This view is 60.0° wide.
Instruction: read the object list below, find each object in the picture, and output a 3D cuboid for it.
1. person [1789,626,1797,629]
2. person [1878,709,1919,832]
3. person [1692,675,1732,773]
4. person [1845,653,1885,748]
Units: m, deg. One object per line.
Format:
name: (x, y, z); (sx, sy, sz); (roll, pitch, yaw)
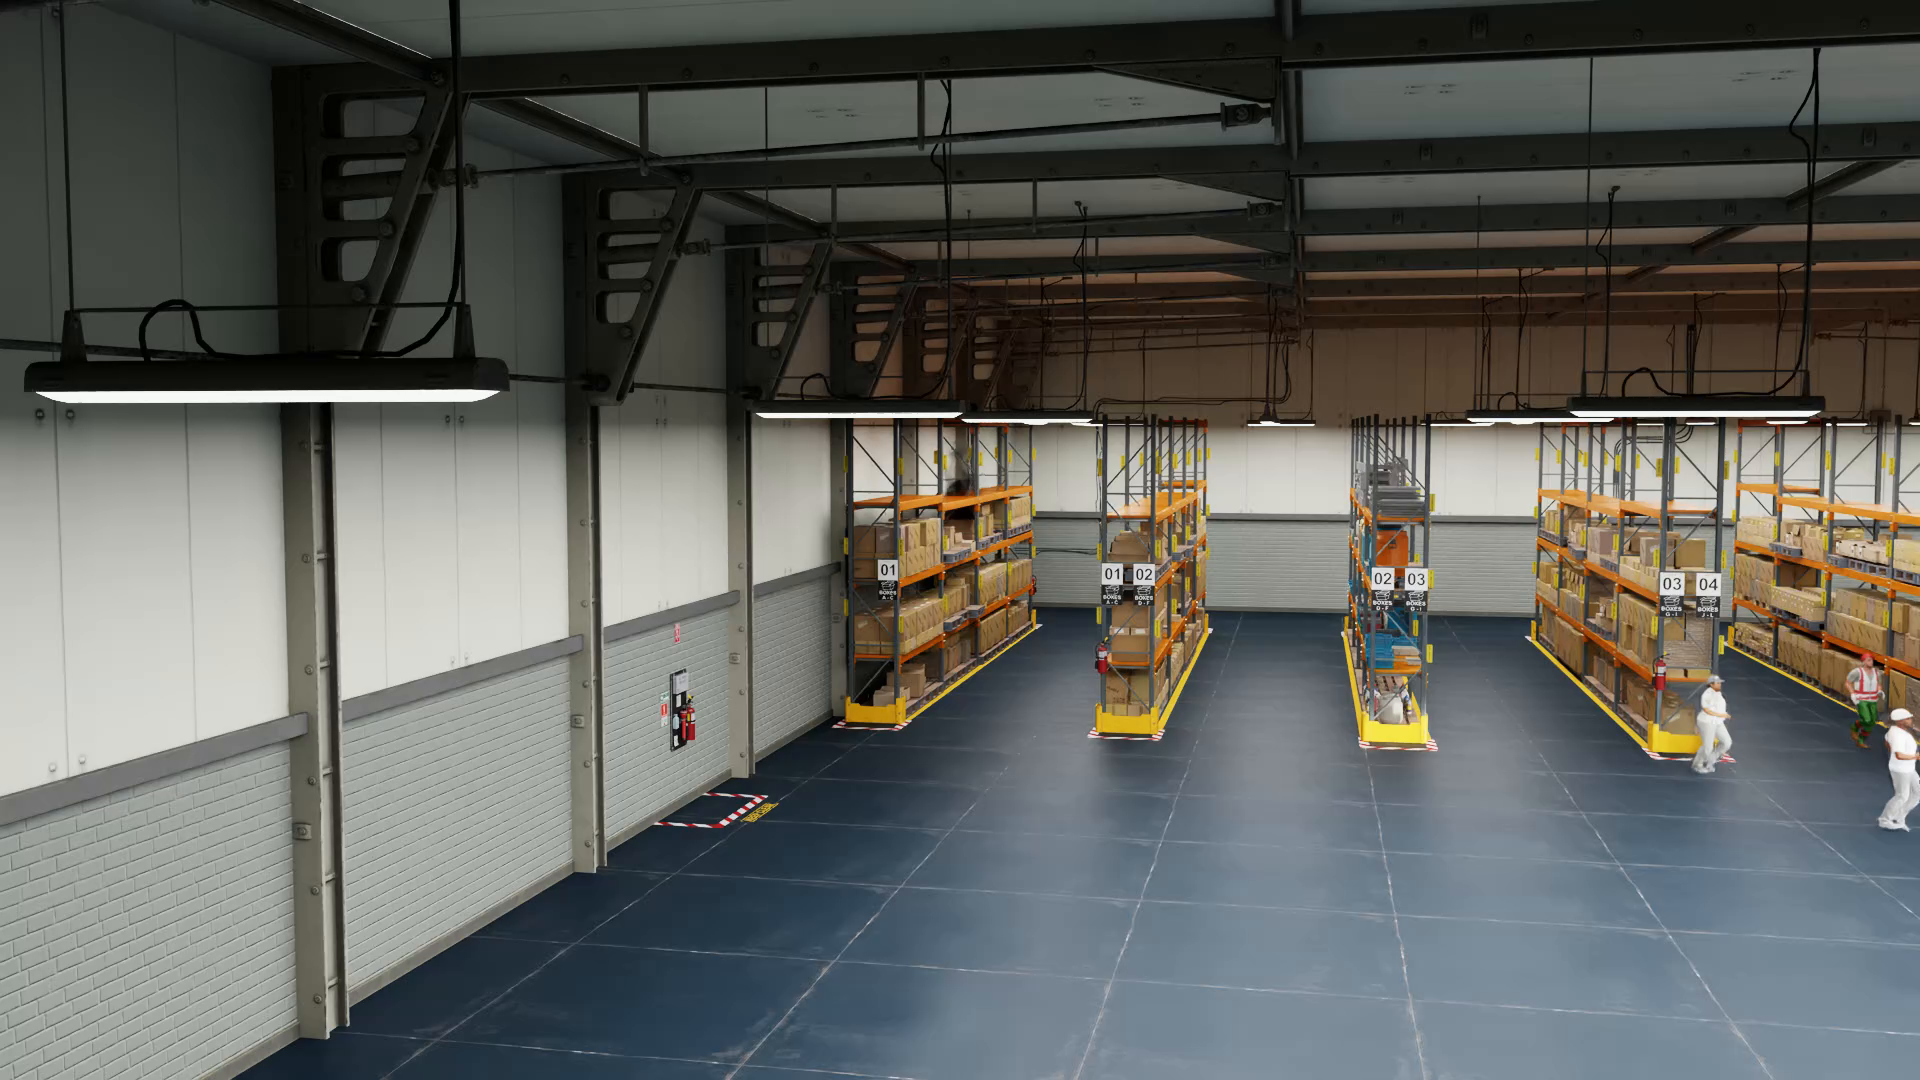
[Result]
person: (22.291, 1.898, 44.318); (0.739, 1.751, 0.801); (-2, 4, -24)
person: (13.424, 3.277, 23.593); (0.649, 1.772, 0.677); (3, 5, 37)
person: (12.540, 3.071, 27.633); (0.635, 1.663, 0.646); (-3, 5, -38)
person: (16.262, 2.884, 29.784); (0.593, 1.724, 0.569); (0, 4, -3)
